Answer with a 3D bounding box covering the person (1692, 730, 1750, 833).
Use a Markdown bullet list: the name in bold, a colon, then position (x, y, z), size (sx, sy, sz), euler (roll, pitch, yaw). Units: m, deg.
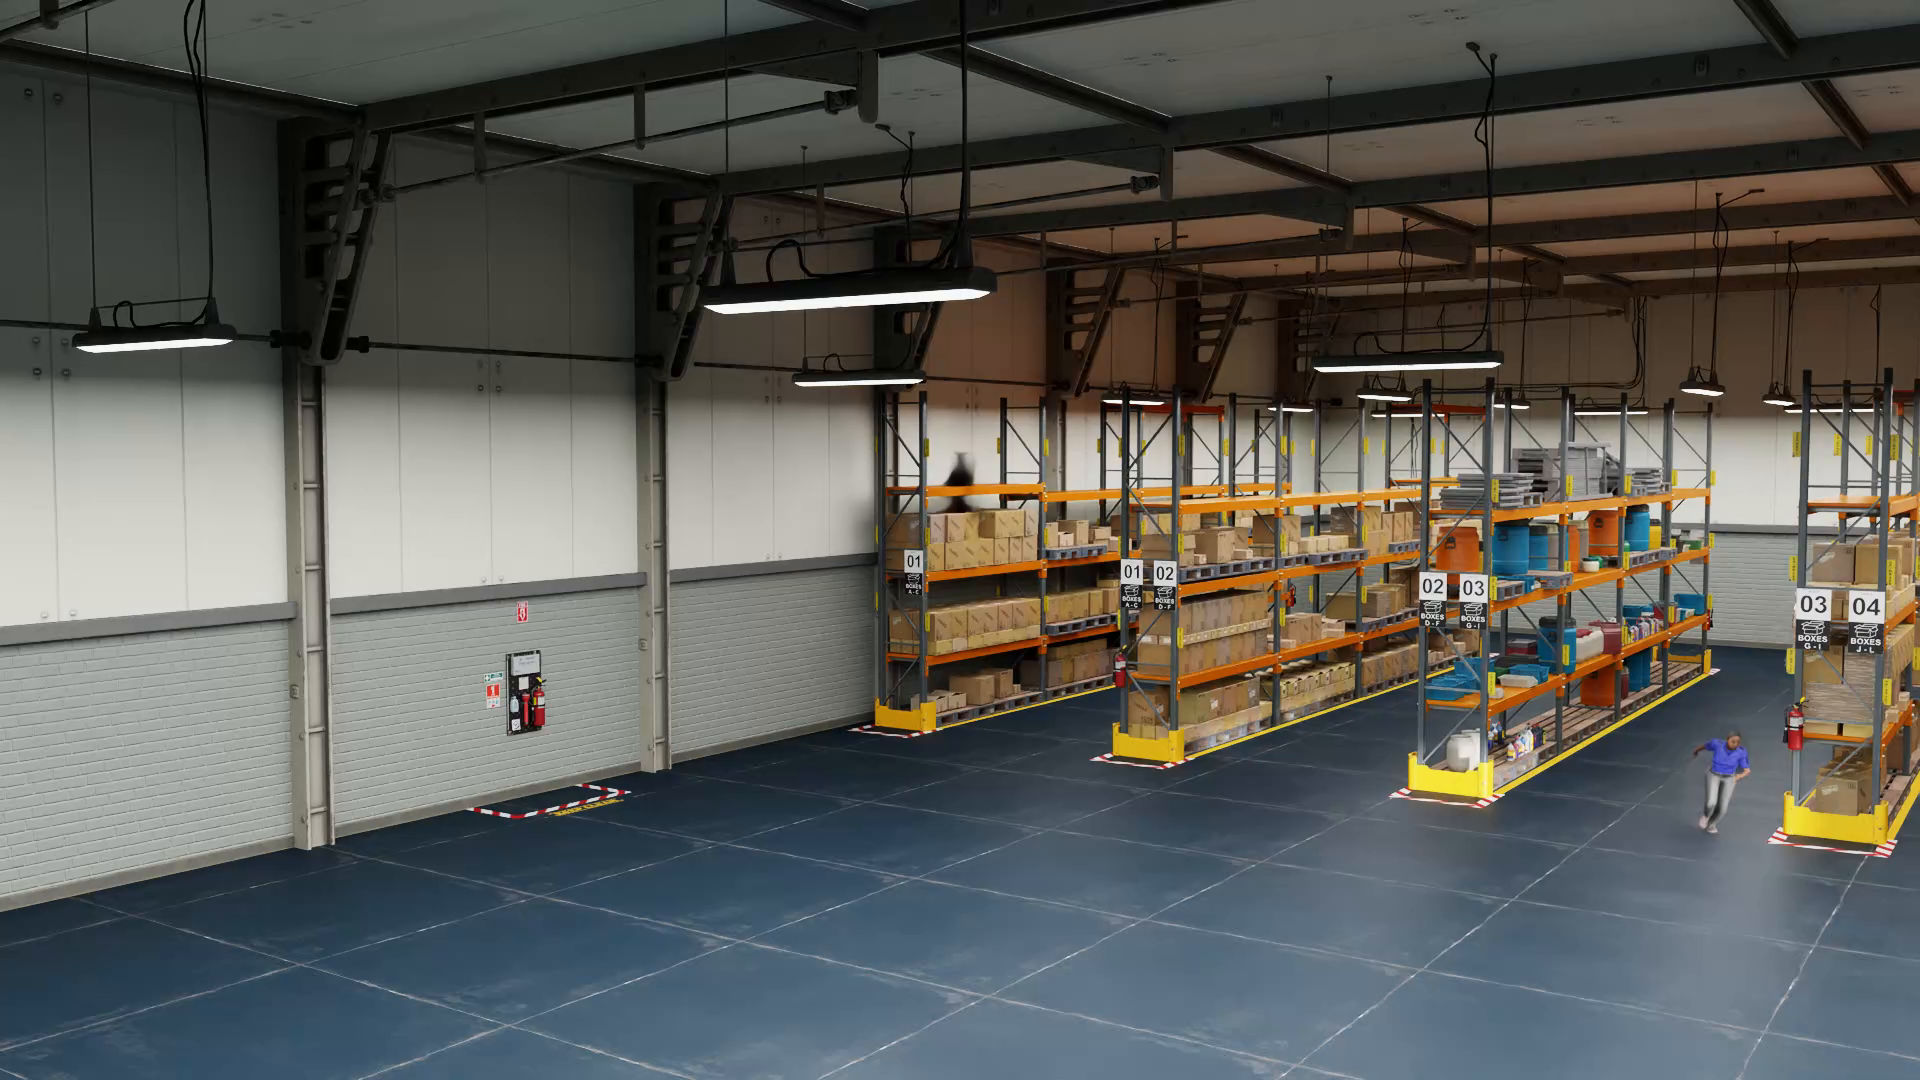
- **person**: position (9.767, 3.095, 21.303), size (0.585, 1.433, 0.972), euler (1, 3, 13)
